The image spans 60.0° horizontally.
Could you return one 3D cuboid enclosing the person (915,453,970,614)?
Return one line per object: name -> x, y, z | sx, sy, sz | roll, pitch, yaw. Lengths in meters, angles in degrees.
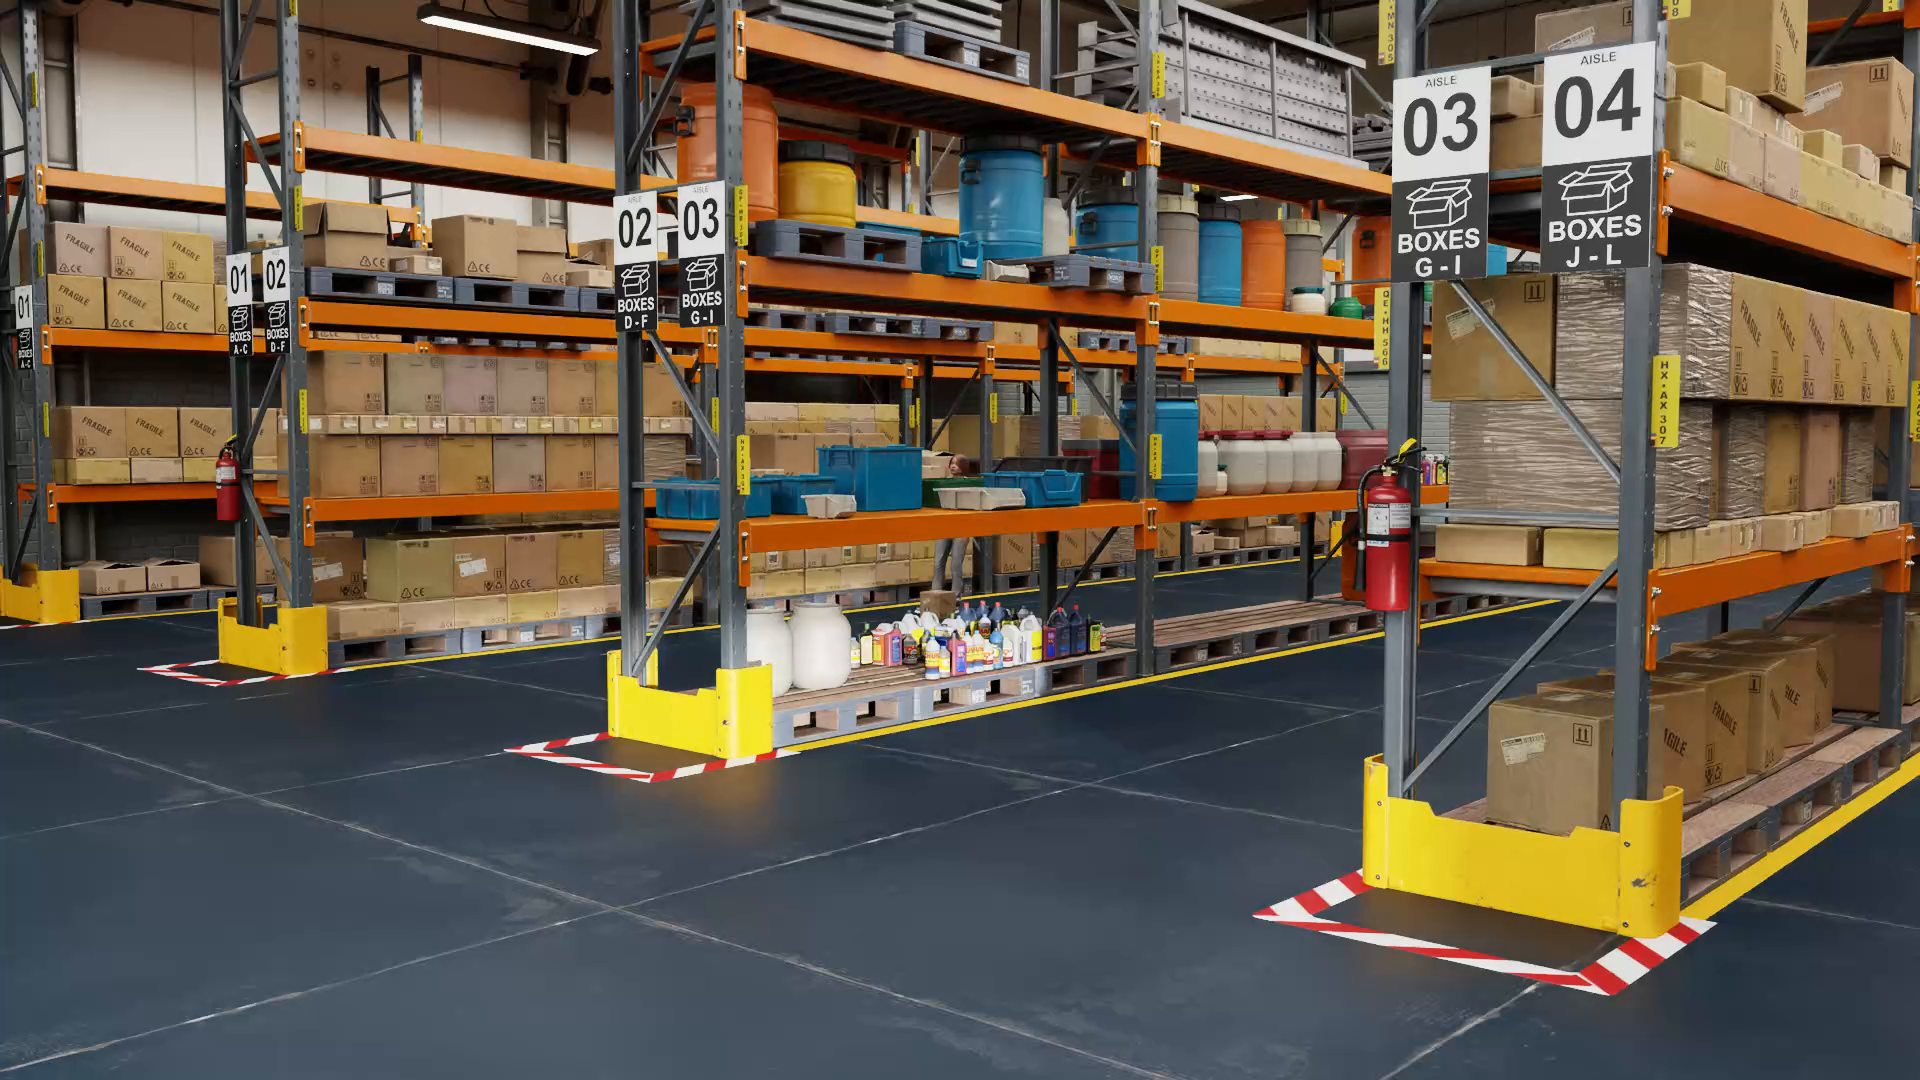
person -> -0.121, -0.050, 16.462 | 0.521, 1.583, 0.474 | 3, 5, 42
